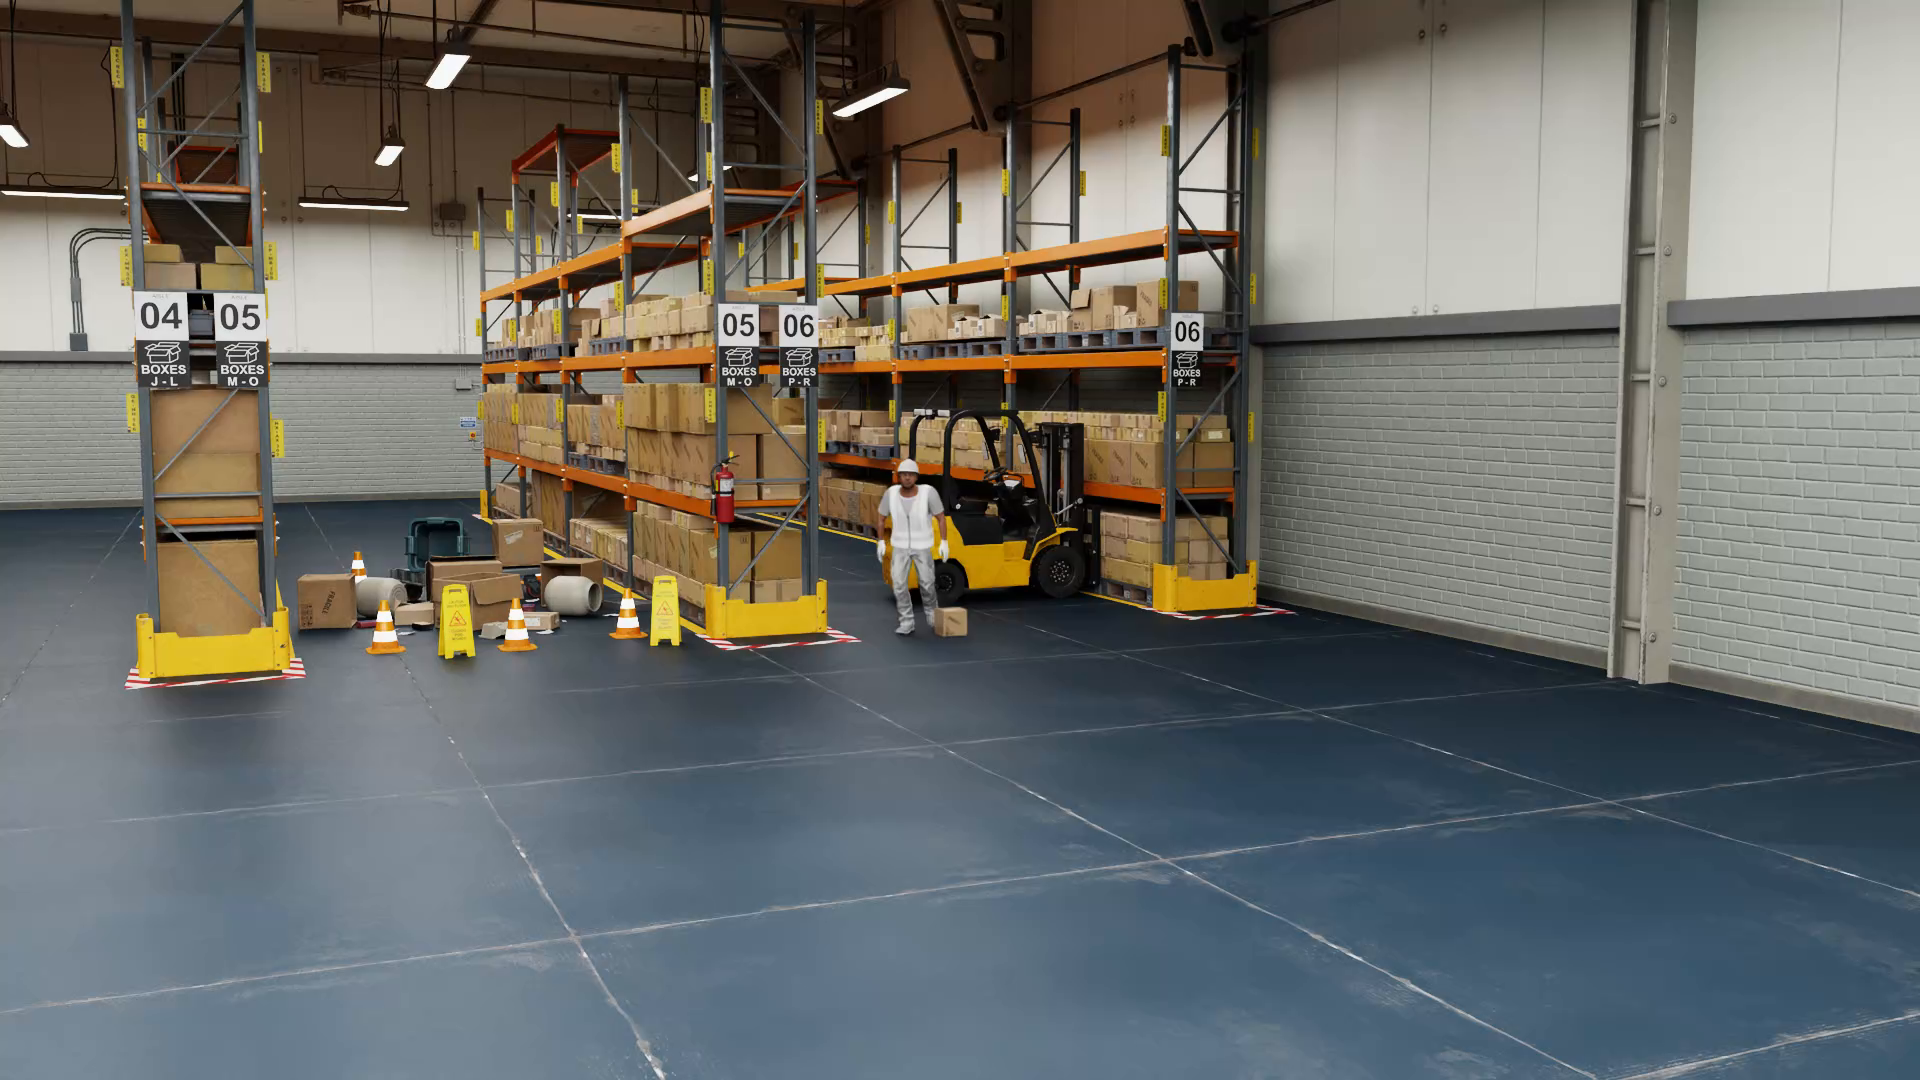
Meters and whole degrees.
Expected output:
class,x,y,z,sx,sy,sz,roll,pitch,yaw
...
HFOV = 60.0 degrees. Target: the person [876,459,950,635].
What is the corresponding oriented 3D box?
class,x,y,z,sx,sy,sz,roll,pitch,yaw
person,-0.453,0.056,16.319,0.720,1.718,0.745,1,5,7
